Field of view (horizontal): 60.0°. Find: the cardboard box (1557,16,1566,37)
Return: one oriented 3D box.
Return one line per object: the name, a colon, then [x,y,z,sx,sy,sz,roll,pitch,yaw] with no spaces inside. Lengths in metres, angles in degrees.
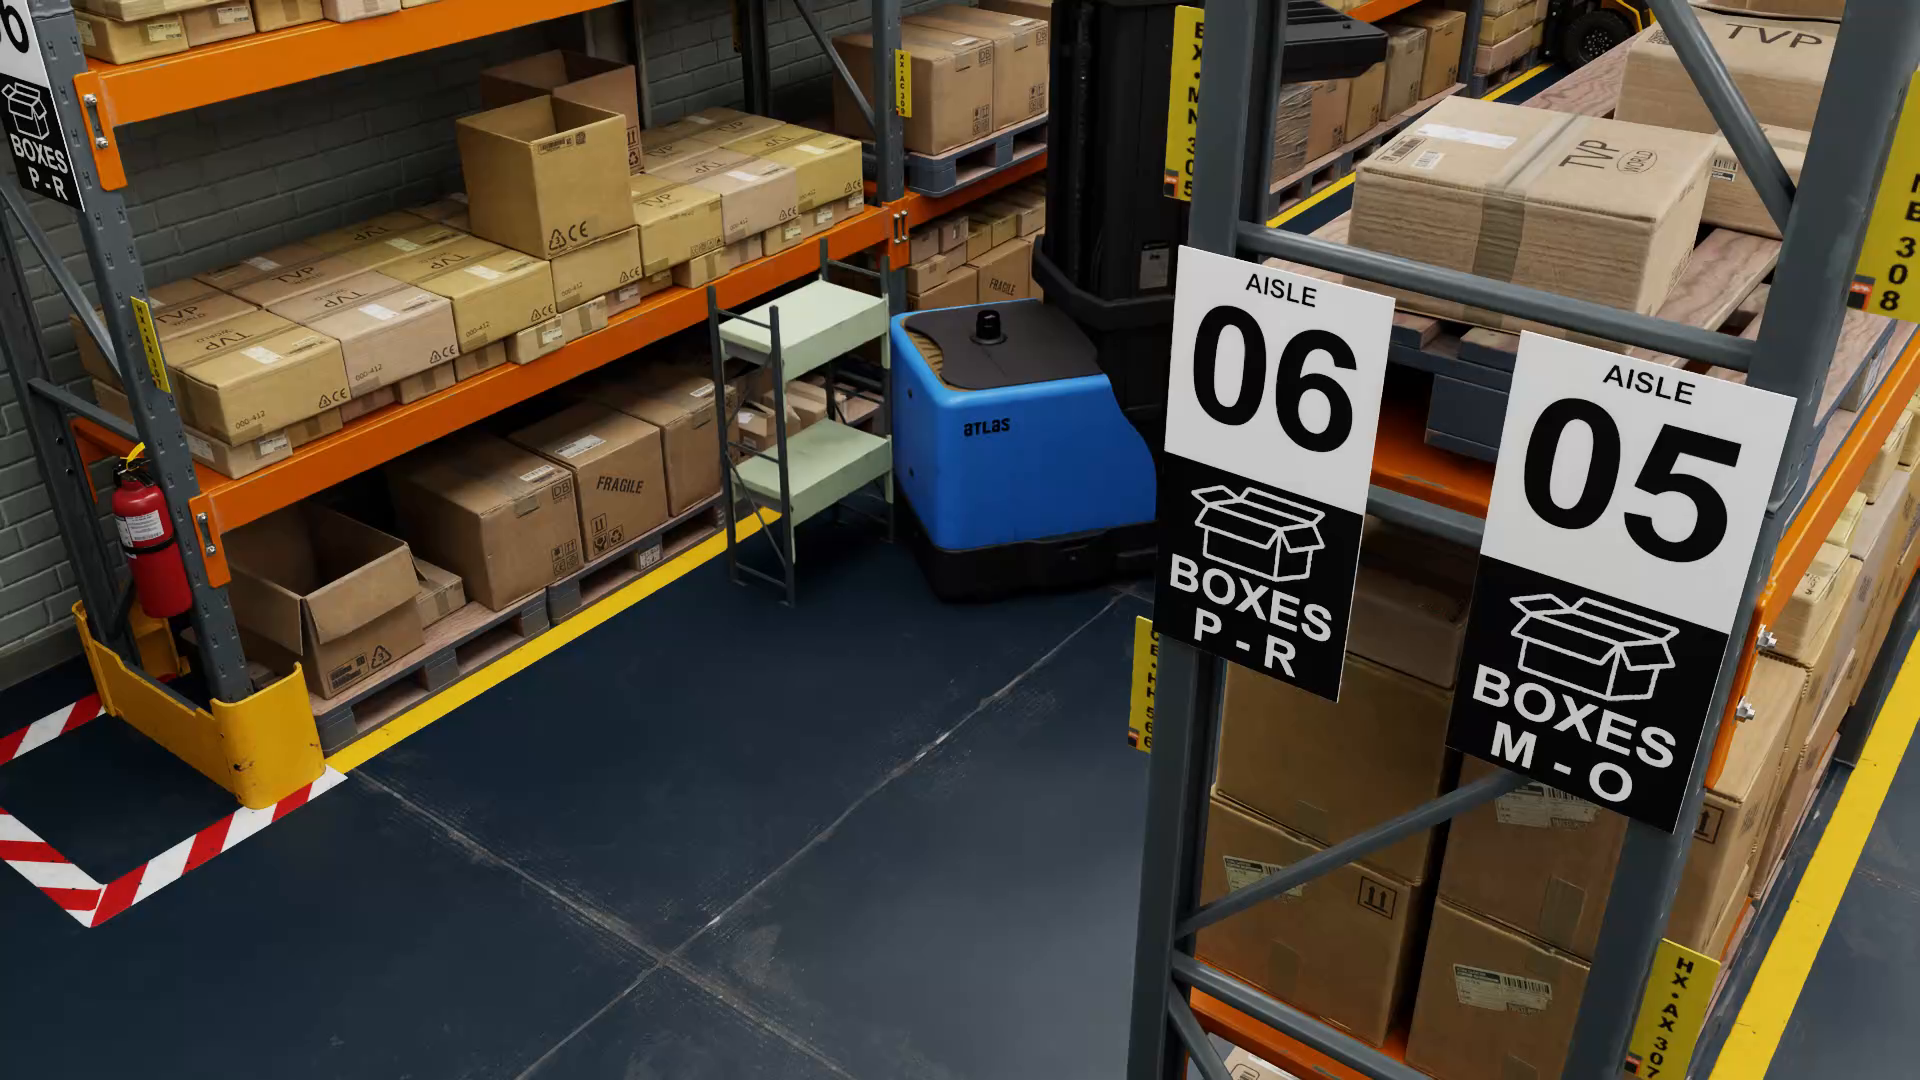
cardboard box: [5.576,-5.040,16.097,0.500,0.250,0.500,22,37,33]

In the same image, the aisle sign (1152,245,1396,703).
aisle sign: [0.531,-0.103,2.932,0.394,0.787,0.004,21,37,31]

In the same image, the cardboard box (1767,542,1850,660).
cardboard box: [1.606,0.071,3.473,0.380,0.149,0.250,22,37,33]

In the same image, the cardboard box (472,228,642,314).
cardboard box: [-1.750,-1.236,7.249,0.500,0.250,0.500,20,36,30]

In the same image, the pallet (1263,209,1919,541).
pallet: [1.261,-0.476,3.255,1.003,0.211,1.213,21,37,31]

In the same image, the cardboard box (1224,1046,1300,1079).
cardboard box: [1.140,1.704,4.534,0.875,0.438,0.875,20,36,30]

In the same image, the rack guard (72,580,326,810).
rack guard: [-3.092,0.600,6.748,1.175,0.500,0.348,21,37,31]

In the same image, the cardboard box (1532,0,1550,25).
cardboard box: [5.259,-5.043,15.612,0.500,0.250,0.500,21,36,31]

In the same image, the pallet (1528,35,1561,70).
pallet: [5.355,-4.931,16.363,1.003,0.211,1.213,21,37,31]

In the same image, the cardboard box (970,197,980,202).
cardboard box: [-0.094,-2.111,10.273,0.380,0.149,0.250,22,37,33]

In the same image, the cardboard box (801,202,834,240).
cardboard box: [-0.854,-1.643,8.326,0.380,0.149,0.250,22,37,33]

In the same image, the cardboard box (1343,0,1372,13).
cardboard box: [2.767,-4.152,12.460,0.500,0.250,0.500,20,36,30]

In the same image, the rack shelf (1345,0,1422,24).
rack shelf: [2.898,-4.200,13.100,1.077,0.370,4.000,21,37,31]

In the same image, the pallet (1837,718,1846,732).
pallet: [3.642,0.318,7.506,1.003,0.211,1.213,21,37,31]

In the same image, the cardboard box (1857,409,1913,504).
cardboard box: [2.051,-0.253,4.019,0.380,0.149,0.250,21,37,32]

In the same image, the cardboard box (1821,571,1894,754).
cardboard box: [2.234,0.308,4.691,0.500,0.500,0.500,22,37,33]

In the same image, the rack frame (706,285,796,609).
rack frame: [-0.926,-0.389,7.436,0.400,1.500,0.023,21,37,31]

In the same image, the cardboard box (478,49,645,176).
cardboard box: [-1.834,-1.933,7.690,0.500,0.500,0.500,20,36,30]

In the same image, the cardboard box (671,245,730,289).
cardboard box: [-1.304,-1.319,7.780,0.380,0.149,0.250,21,36,31]

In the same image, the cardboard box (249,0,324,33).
cardboard box: [-2.454,-1.899,5.816,0.380,0.149,0.250,21,37,32]

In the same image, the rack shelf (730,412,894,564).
rack shelf: [-0.704,-0.258,7.853,0.431,0.370,0.720,21,37,31]

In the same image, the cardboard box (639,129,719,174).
cardboard box: [-1.535,-1.810,8.217,0.500,0.250,0.500,21,36,31]

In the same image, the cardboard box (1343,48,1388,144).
cardboard box: [2.873,-3.647,13.378,0.875,0.625,0.625,19,36,29]

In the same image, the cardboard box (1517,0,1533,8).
cardboard box: [4.965,-5.055,15.142,0.500,0.250,0.500,21,37,31]

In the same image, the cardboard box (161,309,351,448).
cardboard box: [-2.649,-0.610,6.192,0.500,0.250,0.500,21,37,32]

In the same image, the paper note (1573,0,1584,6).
paper note: [1.626,-1.424,4.353,0.006,0.032,0.123,21,37,31]

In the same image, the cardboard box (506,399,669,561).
cardboard box: [-1.747,-0.289,7.835,0.500,0.500,0.500,22,37,32]

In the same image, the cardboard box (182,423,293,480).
cardboard box: [-2.721,-0.386,6.205,0.380,0.149,0.250,21,36,31]

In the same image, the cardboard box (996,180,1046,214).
cardboard box: [0.443,-2.069,10.202,0.380,0.149,0.250,23,37,33]

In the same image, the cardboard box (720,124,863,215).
cardboard box: [-0.836,-1.852,8.288,0.500,0.250,0.500,22,37,32]

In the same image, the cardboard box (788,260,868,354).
cardboard box: [-0.663,-1.466,9.822,0.500,0.500,0.500,21,37,31]

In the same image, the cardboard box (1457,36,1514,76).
cardboard box: [4.662,-4.415,15.042,0.500,0.250,0.500,22,37,32]

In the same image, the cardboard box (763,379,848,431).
cardboard box: [-0.826,-0.708,8.887,0.380,0.149,0.250,20,36,30]

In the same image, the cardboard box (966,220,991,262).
cardboard box: [-0.043,-1.763,9.686,0.380,0.149,0.250,19,36,29]

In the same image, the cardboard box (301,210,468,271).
cardboard box: [-2.457,-1.186,7.164,0.500,0.250,0.500,22,37,33]

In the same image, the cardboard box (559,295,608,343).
cardboard box: [-1.761,-1.007,7.254,0.380,0.149,0.250,22,37,32]

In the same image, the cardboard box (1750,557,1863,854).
cardboard box: [1.645,0.289,3.742,0.500,0.500,0.500,20,36,30]

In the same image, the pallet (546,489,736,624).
pallet: [-1.875,-0.094,8.202,1.003,0.211,1.213,21,37,31]

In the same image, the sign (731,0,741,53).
sign: [-1.168,-2.738,8.792,0.100,0.325,0.005,21,37,31]

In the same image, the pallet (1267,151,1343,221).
pallet: [2.219,-2.819,12.800,1.003,0.211,1.213,21,37,31]

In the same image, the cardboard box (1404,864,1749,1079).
cardboard box: [1.340,0.932,3.638,0.500,0.500,0.500,21,36,31]

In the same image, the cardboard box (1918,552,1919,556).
cardboard box: [3.160,-0.320,5.750,0.500,0.500,0.500,21,37,32]

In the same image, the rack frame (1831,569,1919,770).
rack frame: [3.236,-0.544,6.227,1.000,3.000,0.127,21,37,31]

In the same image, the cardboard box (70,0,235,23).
cardboard box: [-2.652,-1.895,5.418,0.500,0.250,0.500,21,36,31]

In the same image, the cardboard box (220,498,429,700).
cardboard box: [-2.693,0.229,6.958,0.797,0.503,0.637,20,36,29]

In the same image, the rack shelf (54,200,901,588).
rack shelf: [-1.931,-0.948,7.613,1.077,0.370,4.000,21,37,31]

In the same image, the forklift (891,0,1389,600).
forklift: [1.198,-1.405,7.746,3.031,2.935,1.130,-9,32,-15]

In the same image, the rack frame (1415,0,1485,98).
rack frame: [4.106,-5.322,14.289,1.000,3.000,0.127,21,37,31]

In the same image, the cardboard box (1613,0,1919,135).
cardboard box: [1.765,-0.987,3.609,0.500,0.311,0.500,22,37,32]

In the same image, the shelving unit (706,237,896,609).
shelving unit: [-0.704,-0.538,7.687,0.431,1.500,0.755,21,37,31]

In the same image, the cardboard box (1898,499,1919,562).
cardboard box: [2.559,-0.327,4.781,0.500,0.500,0.500,22,37,32]

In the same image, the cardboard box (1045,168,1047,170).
cardboard box: [0.390,-2.423,10.799,0.380,0.149,0.250,21,37,32]

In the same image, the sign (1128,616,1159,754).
sign: [0.397,0.309,3.419,0.100,0.325,0.005,21,37,31]

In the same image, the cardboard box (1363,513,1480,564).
cardboard box: [1.013,0.011,3.574,0.380,0.149,0.250,22,37,32]

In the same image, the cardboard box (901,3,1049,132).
cardboard box: [0.060,-2.633,9.240,0.700,0.500,0.500,22,37,32]

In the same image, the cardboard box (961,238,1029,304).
cardboard box: [0.062,-1.523,9.917,0.500,0.500,0.500,21,36,31]

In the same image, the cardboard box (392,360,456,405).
cardboard box: [-2.272,-0.705,6.744,0.380,0.149,0.250,22,37,33]
